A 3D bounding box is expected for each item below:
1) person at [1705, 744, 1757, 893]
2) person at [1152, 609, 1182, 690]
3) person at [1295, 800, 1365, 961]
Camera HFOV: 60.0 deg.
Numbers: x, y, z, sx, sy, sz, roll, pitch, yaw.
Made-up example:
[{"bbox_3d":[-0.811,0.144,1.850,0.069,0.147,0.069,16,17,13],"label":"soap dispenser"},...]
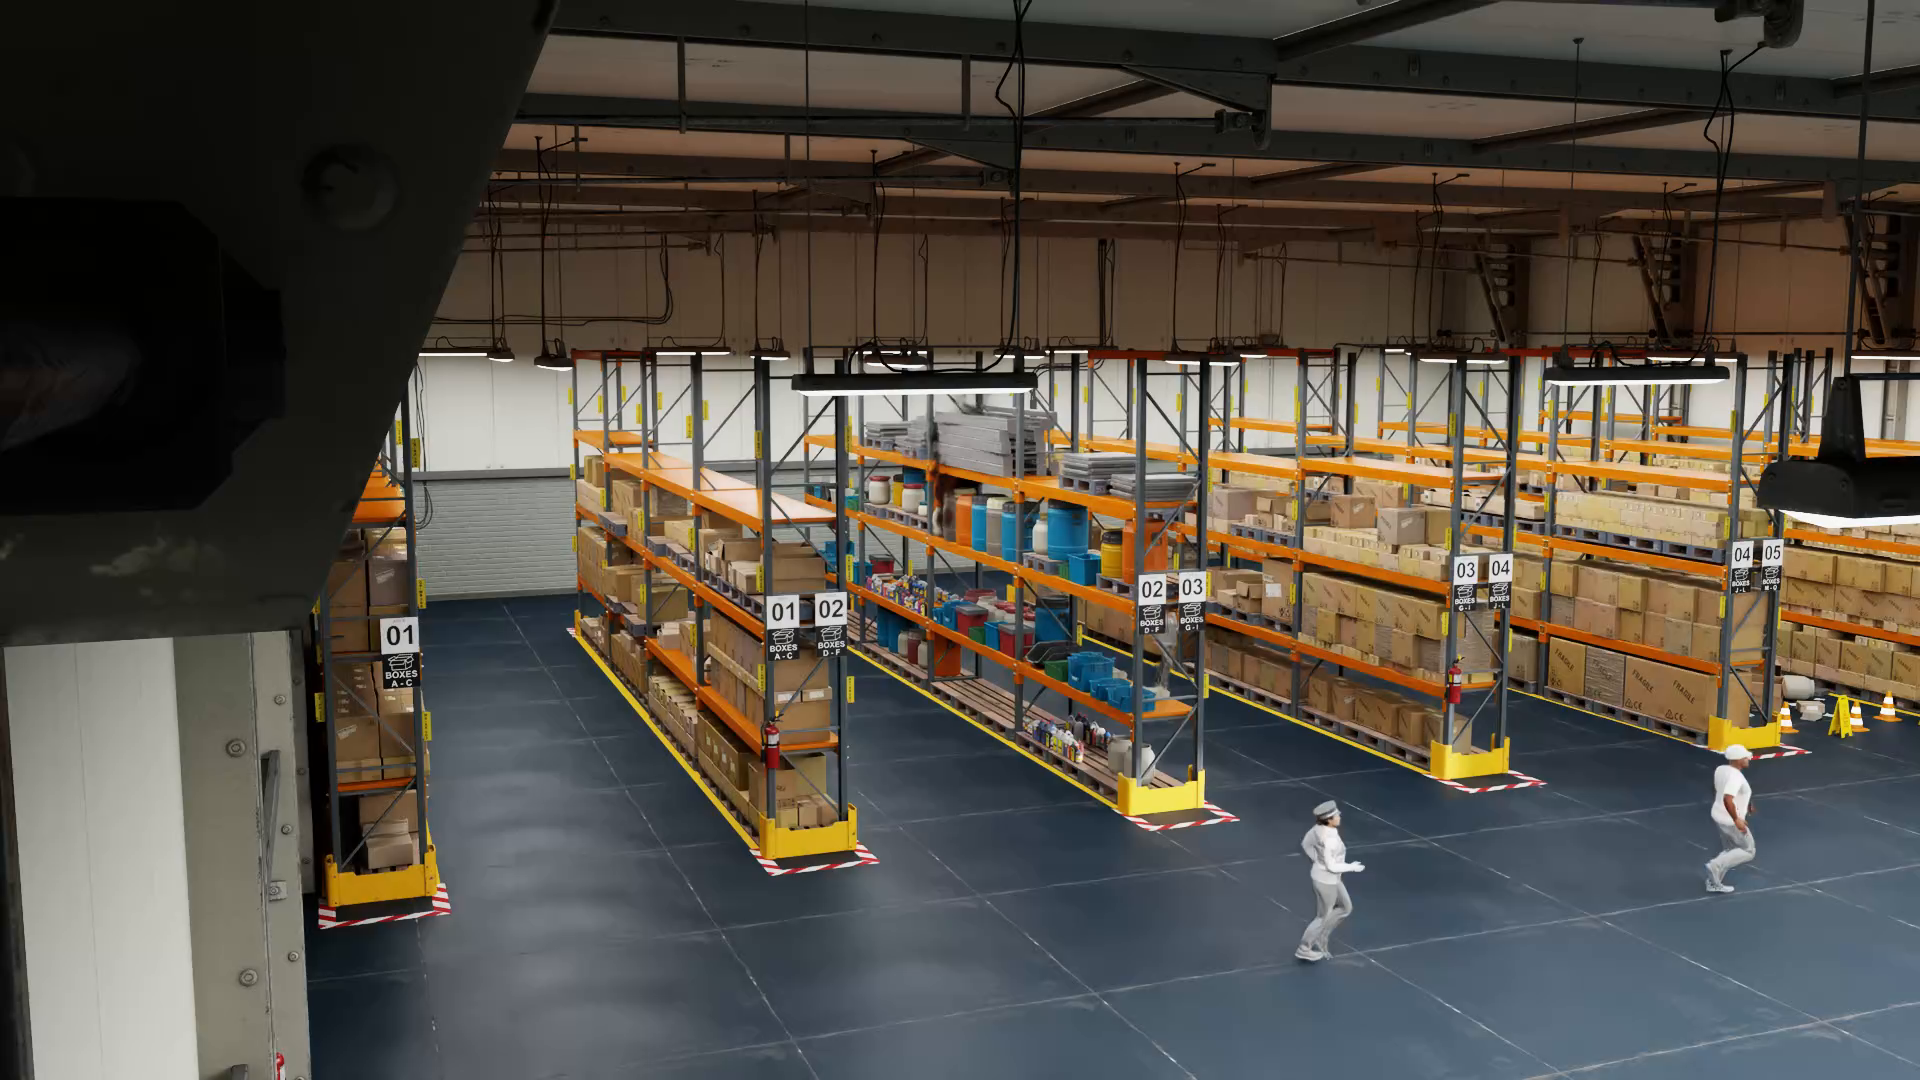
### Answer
[{"bbox_3d":[8.742,3.152,18.790,0.620,1.711,0.694,1,7,5],"label":"person"},{"bbox_3d":[3.471,1.798,27.883,0.503,1.661,0.666,-6,9,-38],"label":"person"},{"bbox_3d":[3.715,3.431,16.711,0.653,1.686,0.588,1,7,4],"label":"person"}]
